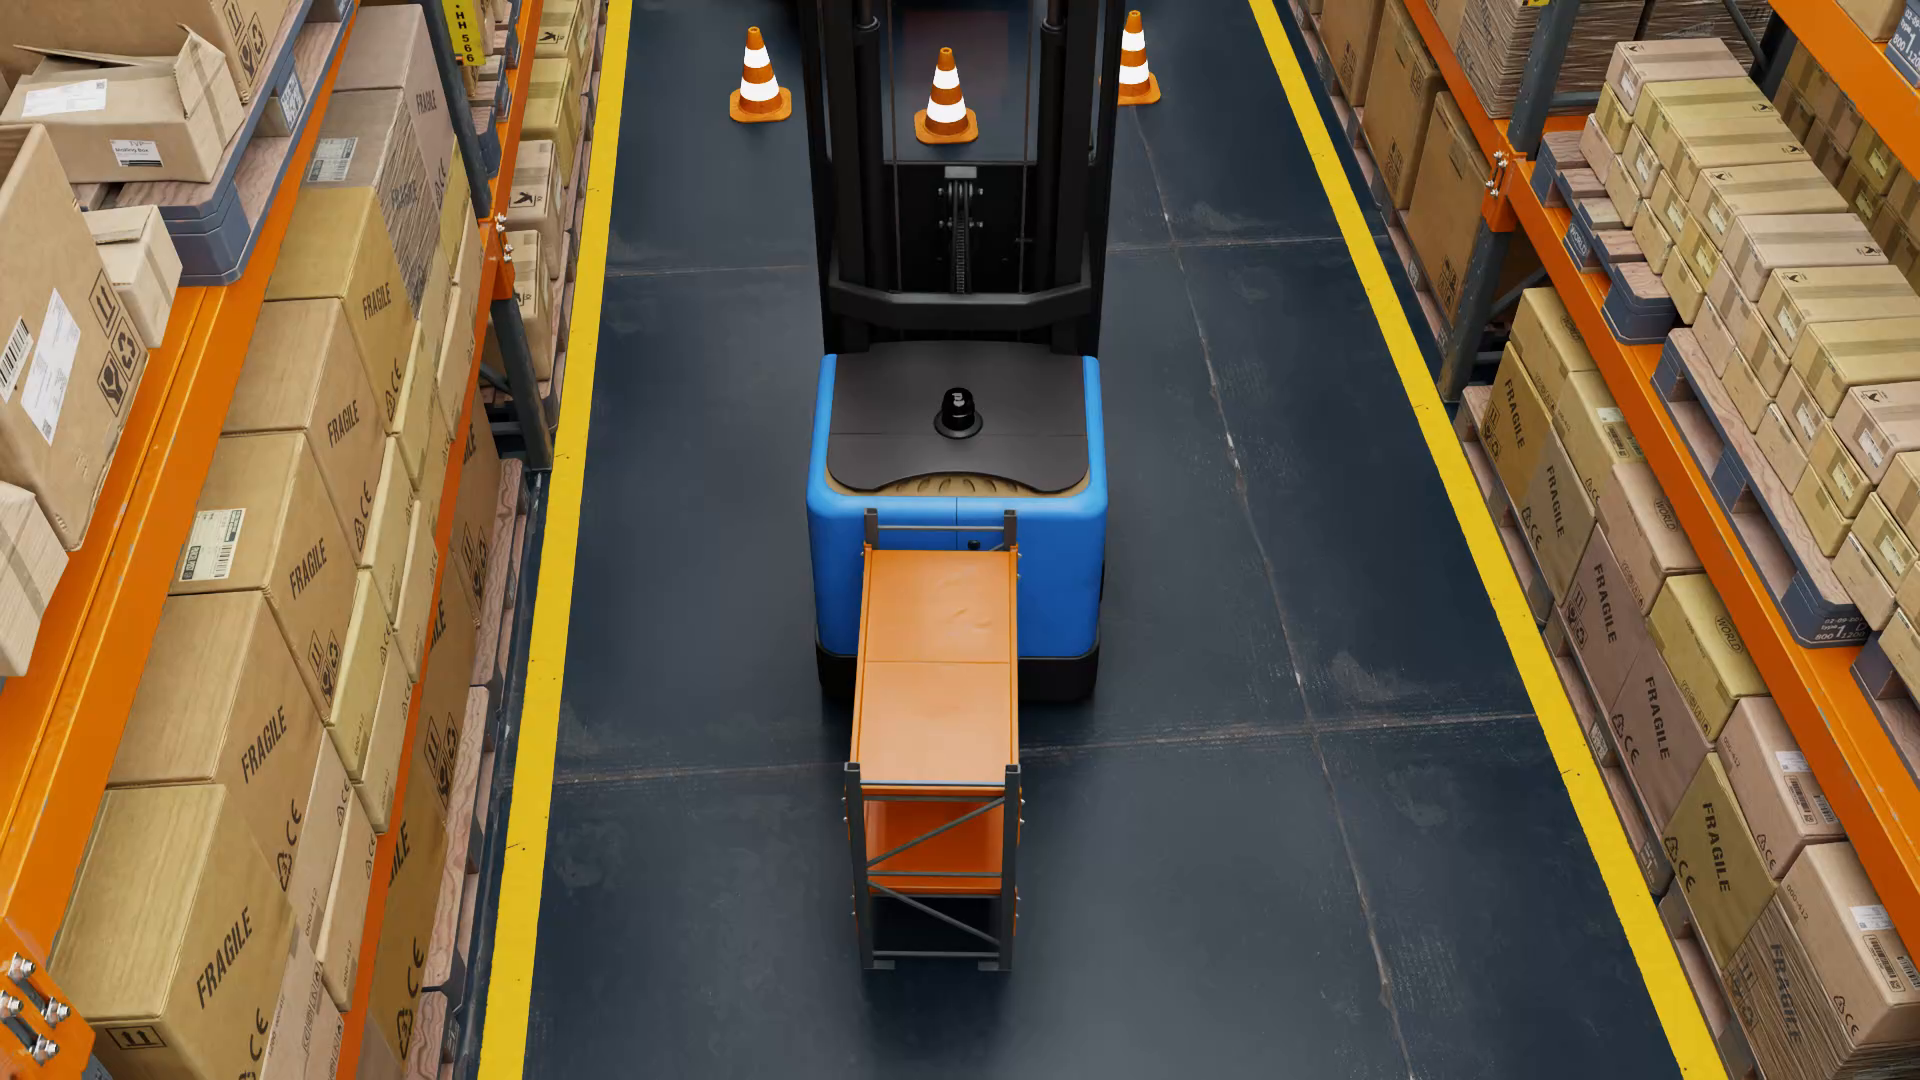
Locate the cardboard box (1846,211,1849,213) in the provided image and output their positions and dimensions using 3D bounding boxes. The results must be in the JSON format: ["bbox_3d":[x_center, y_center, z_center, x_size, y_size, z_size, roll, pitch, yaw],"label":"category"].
[{"bbox_3d":[3.204,-1.077,5.724,0.380,0.149,0.250,-3,47,-3],"label":"cardboard box"}]

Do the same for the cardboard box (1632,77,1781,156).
[{"bbox_3d":[2.535,-1.436,5.654,0.380,0.149,0.250,-5,47,-4],"label":"cardboard box"}]

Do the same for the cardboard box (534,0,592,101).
[{"bbox_3d":[-2.485,-2.575,8.780,0.950,0.372,0.625,-1,47,-1],"label":"cardboard box"}]

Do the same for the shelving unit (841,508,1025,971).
[{"bbox_3d":[-0.071,0.664,5.483,0.538,1.125,1.048,1,47,1],"label":"shelving unit"}]

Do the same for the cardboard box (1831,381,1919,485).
[{"bbox_3d":[2.662,-0.304,4.582,0.380,0.149,0.250,-5,47,-5],"label":"cardboard box"}]

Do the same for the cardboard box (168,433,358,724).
[{"bbox_3d":[-1.786,0.111,3.958,0.500,0.500,0.500,-5,47,-4],"label":"cardboard box"}]

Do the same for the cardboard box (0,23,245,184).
[{"bbox_3d":[-1.730,-0.918,3.428,0.396,0.266,0.258,0,47,0],"label":"cardboard box"}]

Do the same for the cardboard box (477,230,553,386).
[{"bbox_3d":[-2.298,-0.990,7.279,0.950,0.372,0.625,-6,47,-6],"label":"cardboard box"}]

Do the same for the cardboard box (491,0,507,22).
[{"bbox_3d":[-2.072,-2.252,6.837,0.380,0.149,0.250,-3,47,-3],"label":"cardboard box"}]

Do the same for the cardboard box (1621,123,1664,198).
[{"bbox_3d":[2.529,-1.316,5.746,0.380,0.149,0.250,-1,47,-1],"label":"cardboard box"}]

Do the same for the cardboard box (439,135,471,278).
[{"bbox_3d":[-1.967,-1.125,5.645,0.500,0.250,0.500,-4,47,-3],"label":"cardboard box"}]

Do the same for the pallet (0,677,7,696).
[{"bbox_3d":[-2.051,-0.072,2.954,0.805,0.209,1.217,-5,47,-5],"label":"pallet"}]

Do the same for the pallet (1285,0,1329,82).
[{"bbox_3d":[2.469,-3.095,9.672,1.003,0.211,1.213,-3,47,-3],"label":"pallet"}]

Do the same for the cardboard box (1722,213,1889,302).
[{"bbox_3d":[2.597,-0.871,5.119,0.380,0.149,0.250,-2,47,-1],"label":"cardboard box"}]

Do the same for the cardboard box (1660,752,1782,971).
[{"bbox_3d":[2.643,1.004,5.302,0.500,0.500,0.500,-4,47,-4],"label":"cardboard box"}]

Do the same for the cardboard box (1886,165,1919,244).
[{"bbox_3d":[3.228,-1.085,5.322,0.380,0.149,0.250,-2,47,-2],"label":"cardboard box"}]

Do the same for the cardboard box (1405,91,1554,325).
[{"bbox_3d":[2.702,-1.531,7.530,1.050,0.750,0.750,-4,47,-4],"label":"cardboard box"}]

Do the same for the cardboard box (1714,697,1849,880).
[{"bbox_3d":[2.655,0.741,5.034,0.500,0.250,0.500,-1,47,-1],"label":"cardboard box"}]

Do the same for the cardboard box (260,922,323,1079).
[{"bbox_3d":[-1.681,1.099,3.539,0.500,0.250,0.500,-5,47,-4],"label":"cardboard box"}]

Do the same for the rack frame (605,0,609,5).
[{"bbox_3d":[-2.595,-4.234,8.830,1.000,3.000,0.127,-3,47,-3],"label":"rack frame"}]

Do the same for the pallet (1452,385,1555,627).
[{"bbox_3d":[2.728,-0.189,6.920,1.003,0.211,1.213,-3,47,-3],"label":"pallet"}]

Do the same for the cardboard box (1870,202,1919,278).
[{"bbox_3d":[3.228,-0.980,5.428,0.380,0.149,0.250,-3,47,-3],"label":"cardboard box"}]

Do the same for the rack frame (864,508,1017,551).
[{"bbox_3d":[-0.063,0.295,5.832,0.500,1.125,0.032,1,47,1],"label":"rack frame"}]

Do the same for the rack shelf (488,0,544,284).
[{"bbox_3d":[-2.428,-2.539,7.721,1.077,0.370,4.000,-3,47,-3],"label":"rack shelf"}]

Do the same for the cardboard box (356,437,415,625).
[{"bbox_3d":[-1.813,-0.009,4.588,0.500,0.250,0.500,-5,47,-4],"label":"cardboard box"}]

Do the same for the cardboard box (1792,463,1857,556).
[{"bbox_3d":[2.656,-0.095,4.795,0.380,0.149,0.250,-2,47,-2],"label":"cardboard box"}]

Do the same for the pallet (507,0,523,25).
[{"bbox_3d":[-2.467,-2.703,7.513,1.003,0.211,1.213,-3,47,-3],"label":"pallet"}]

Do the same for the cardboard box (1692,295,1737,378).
[{"bbox_3d":[2.594,-0.659,5.328,0.380,0.149,0.250,-2,47,-2],"label":"cardboard box"}]

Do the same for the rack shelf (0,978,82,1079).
[{"bbox_3d":[-1.758,2.217,1.150,1.077,0.370,4.000,-3,47,-3],"label":"rack shelf"}]

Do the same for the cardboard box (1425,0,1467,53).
[{"bbox_3d":[2.318,-2.419,7.042,0.500,0.500,0.500,-3,47,-3],"label":"cardboard box"}]

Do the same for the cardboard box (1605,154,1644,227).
[{"bbox_3d":[2.522,-1.242,5.880,0.380,0.149,0.250,-1,47,-1],"label":"cardboard box"}]

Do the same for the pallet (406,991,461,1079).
[{"bbox_3d":[-2.065,1.960,4.885,1.003,0.211,1.213,-3,47,-3],"label":"pallet"}]

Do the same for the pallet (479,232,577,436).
[{"bbox_3d":[-2.324,-0.946,7.637,1.003,0.211,1.213,-3,47,-3],"label":"pallet"}]

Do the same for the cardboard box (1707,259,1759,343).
[{"bbox_3d":[2.596,-0.760,5.219,0.380,0.149,0.250,-3,47,-3],"label":"cardboard box"}]

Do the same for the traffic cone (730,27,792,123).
[{"bbox_3d":[-1.096,-2.549,8.982,0.336,0.463,0.334,-3,47,-3],"label":"traffic cone"}]

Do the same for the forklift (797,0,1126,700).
[{"bbox_3d":[0.008,-1.463,6.253,1.130,2.935,3.031,1,47,0],"label":"forklift"}]

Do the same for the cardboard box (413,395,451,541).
[{"bbox_3d":[-1.875,-0.204,5.117,0.500,0.250,0.500,-4,47,-4],"label":"cardboard box"}]

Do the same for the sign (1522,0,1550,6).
[{"bbox_3d":[2.111,-2.076,5.989,0.100,0.325,0.005,-3,47,-3],"label":"sign"}]

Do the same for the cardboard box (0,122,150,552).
[{"bbox_3d":[-1.710,-0.311,2.691,0.500,0.500,0.500,-4,47,-4],"label":"cardboard box"}]

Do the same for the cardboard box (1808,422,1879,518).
[{"bbox_3d":[2.655,-0.209,4.698,0.380,0.149,0.250,-3,47,-3],"label":"cardboard box"}]

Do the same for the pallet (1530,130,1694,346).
[{"bbox_3d":[2.830,-1.139,6.031,1.213,0.211,1.003,-3,47,-3],"label":"pallet"}]

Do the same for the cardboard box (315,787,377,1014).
[{"bbox_3d":[-1.744,0.897,4.074,0.500,0.250,0.500,-5,47,-4],"label":"cardboard box"}]

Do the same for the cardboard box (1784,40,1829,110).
[{"bbox_3d":[3.162,-1.649,5.857,0.380,0.149,0.250,-5,47,-5],"label":"cardboard box"}]

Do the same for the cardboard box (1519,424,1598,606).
[{"bbox_3d":[2.514,-0.108,6.355,0.500,0.500,0.500,-3,47,-3],"label":"cardboard box"}]

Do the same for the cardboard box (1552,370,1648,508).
[{"bbox_3d":[2.523,-0.376,6.092,0.500,0.250,0.500,-4,47,-4],"label":"cardboard box"}]

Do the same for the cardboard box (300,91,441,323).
[{"bbox_3d":[-1.905,-0.989,5.000,0.500,0.500,0.500,-3,47,-3],"label":"cardboard box"}]

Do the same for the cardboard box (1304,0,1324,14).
[{"bbox_3d":[2.471,-3.535,9.429,1.050,0.750,0.750,-4,47,-3],"label":"cardboard box"}]

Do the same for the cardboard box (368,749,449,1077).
[{"bbox_3d":[-2.141,1.044,5.006,0.875,0.875,0.875,-2,47,-2],"label":"cardboard box"}]

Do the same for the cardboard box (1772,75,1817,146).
[{"bbox_3d":[3.159,-1.544,5.962,0.380,0.149,0.250,-3,47,-2],"label":"cardboard box"}]
